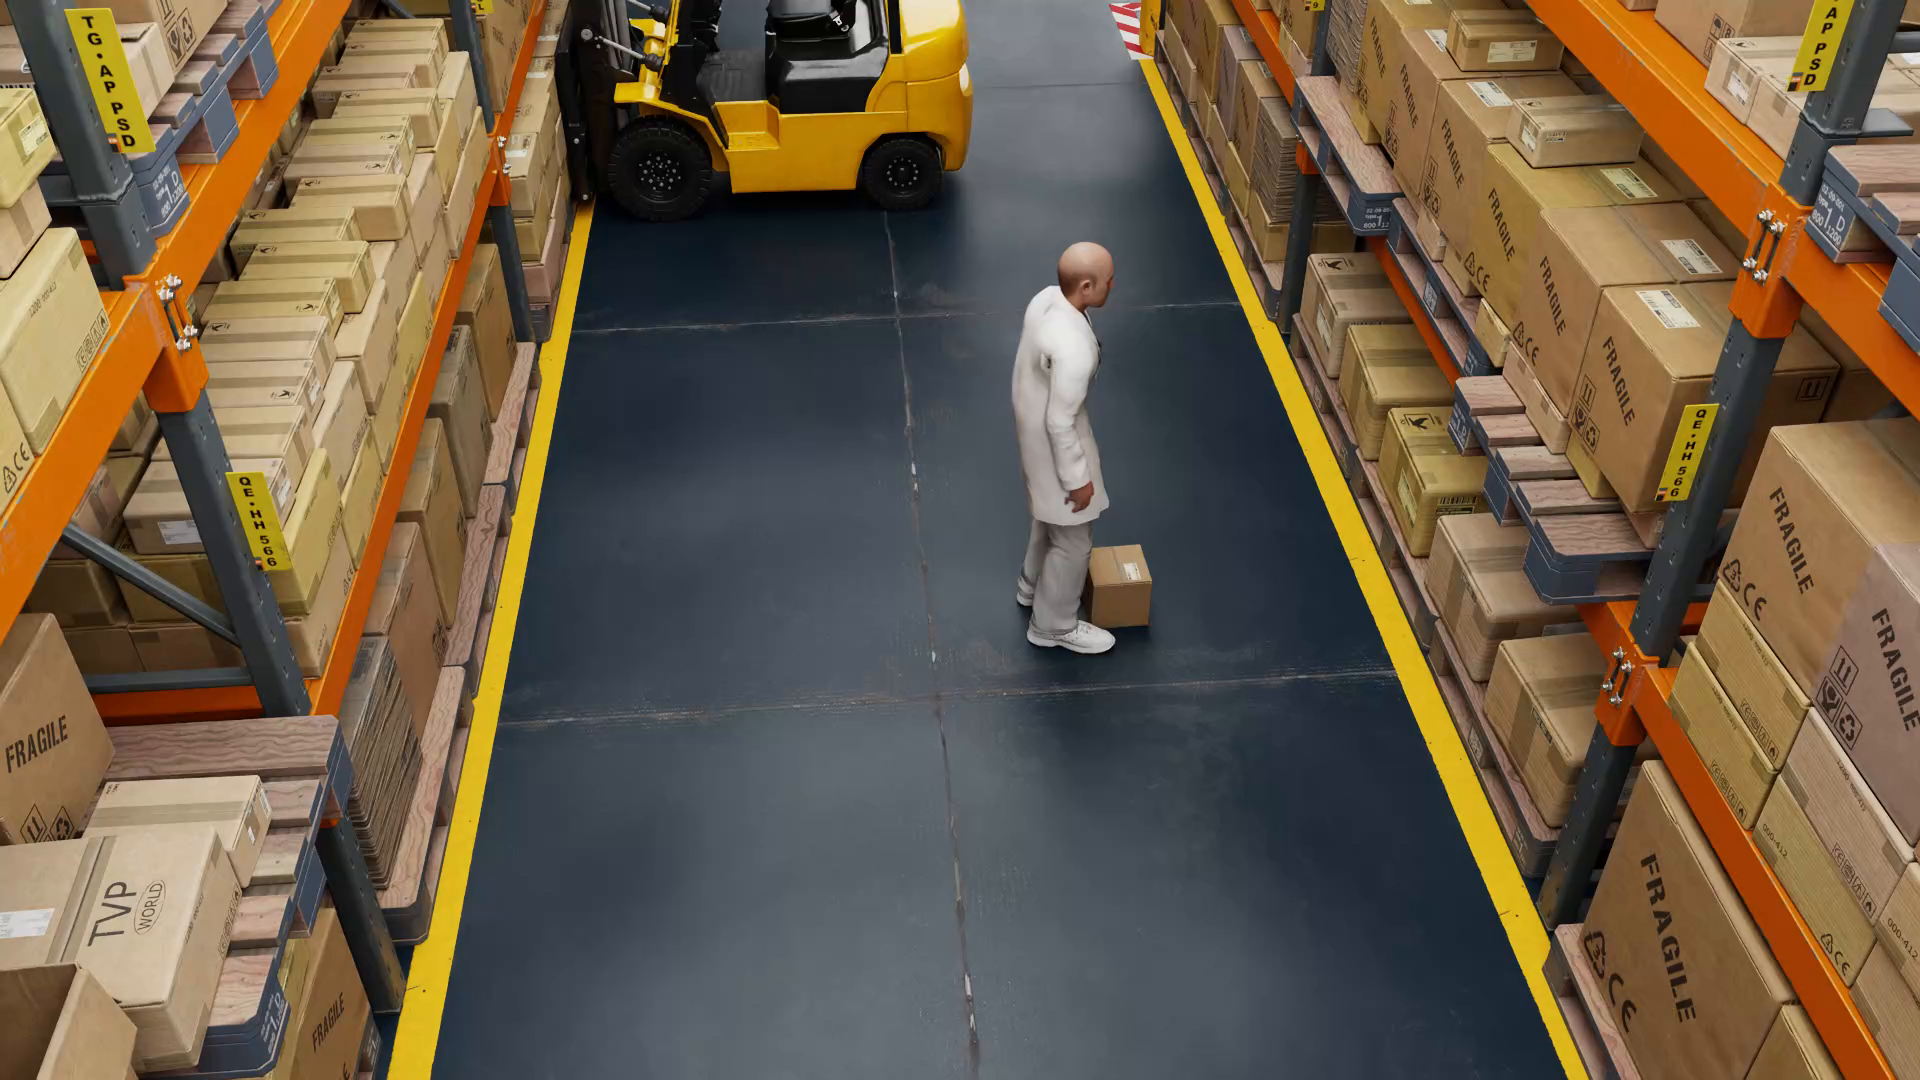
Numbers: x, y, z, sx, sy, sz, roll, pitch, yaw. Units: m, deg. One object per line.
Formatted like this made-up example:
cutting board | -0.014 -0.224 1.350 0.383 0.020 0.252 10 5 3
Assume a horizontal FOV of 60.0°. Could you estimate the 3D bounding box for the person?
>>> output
person | 0.418 -0.373 6.634 0.426 1.773 0.640 -3 39 -4
